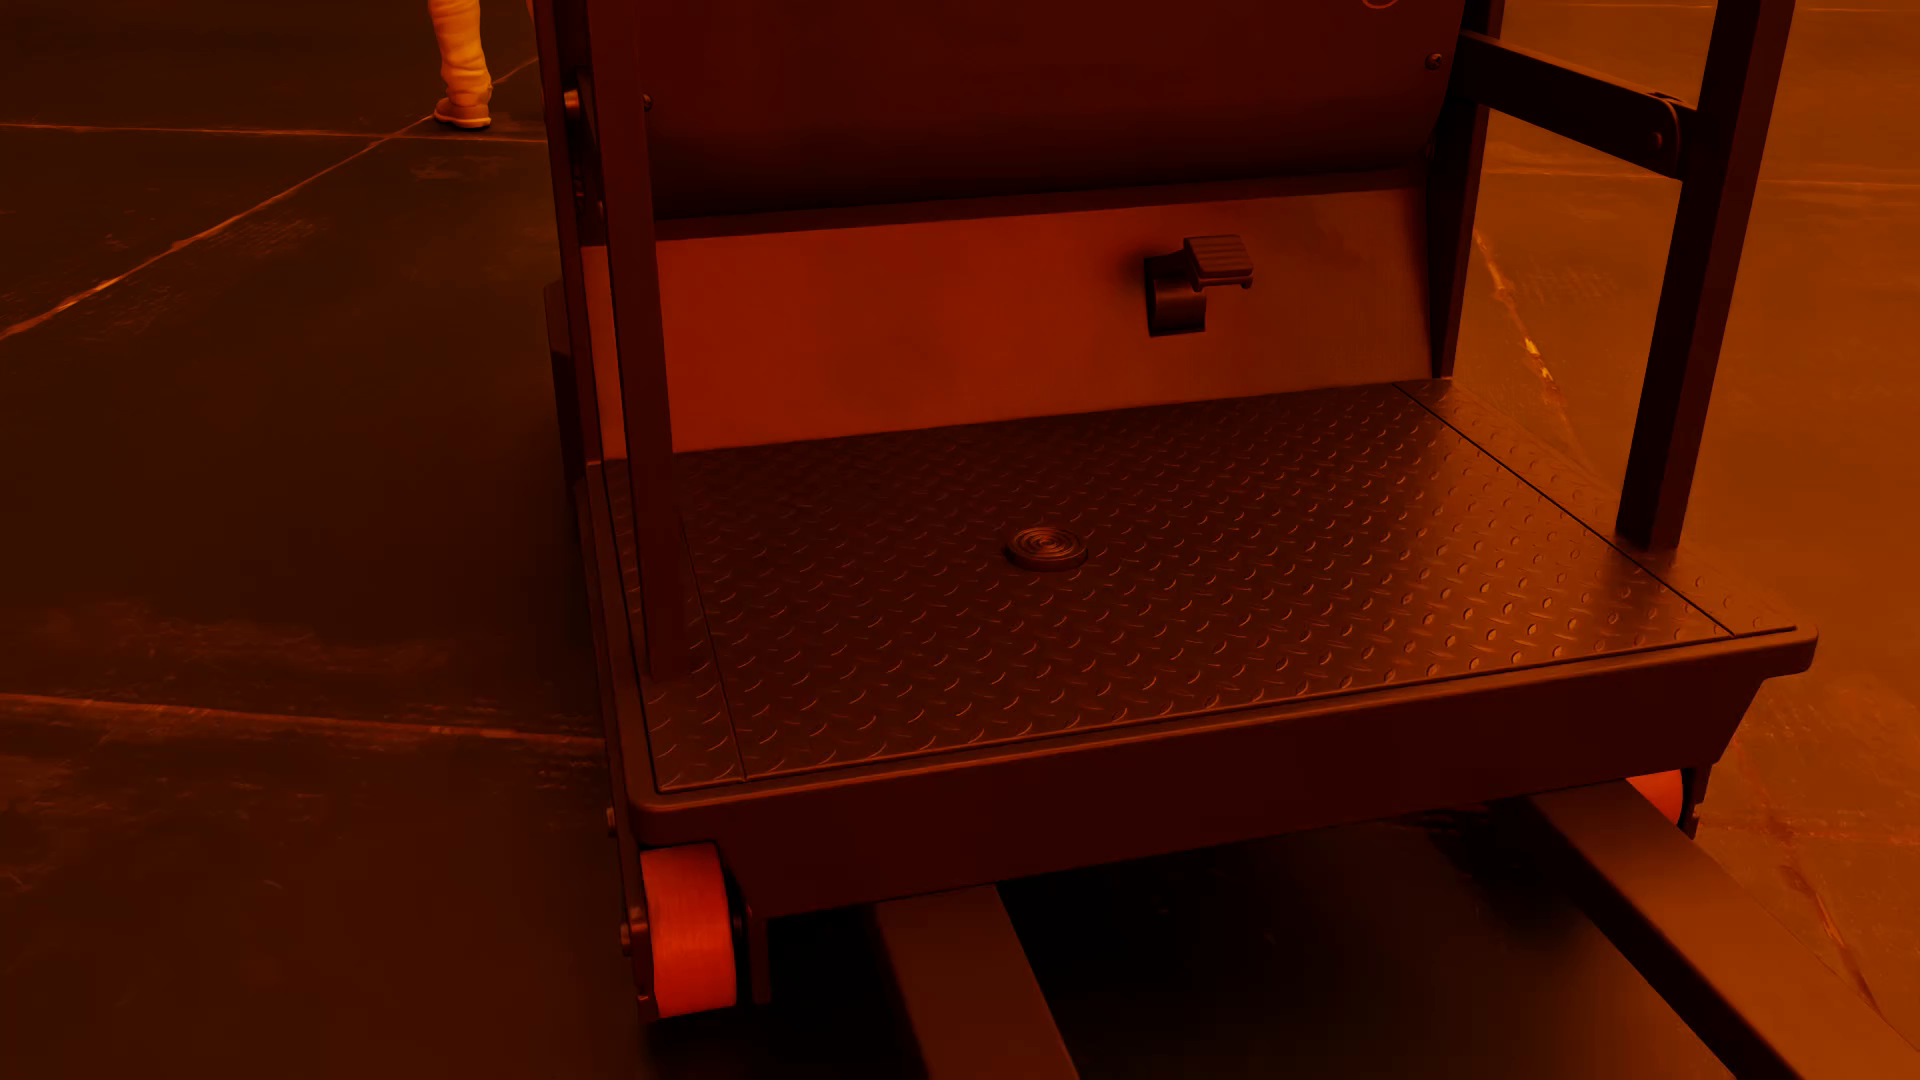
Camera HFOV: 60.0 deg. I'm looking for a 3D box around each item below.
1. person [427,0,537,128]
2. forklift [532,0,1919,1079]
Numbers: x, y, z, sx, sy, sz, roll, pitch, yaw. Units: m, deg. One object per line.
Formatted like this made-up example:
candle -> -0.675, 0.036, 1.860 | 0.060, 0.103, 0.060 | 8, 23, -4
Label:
person -> -1.373, -2.031, 4.708 | 0.558, 1.665, 0.468 | -13, 29, -24
forklift -> 0.153, -1.049, 1.319 | 1.130, 2.935, 3.031 | -7, 27, -13
